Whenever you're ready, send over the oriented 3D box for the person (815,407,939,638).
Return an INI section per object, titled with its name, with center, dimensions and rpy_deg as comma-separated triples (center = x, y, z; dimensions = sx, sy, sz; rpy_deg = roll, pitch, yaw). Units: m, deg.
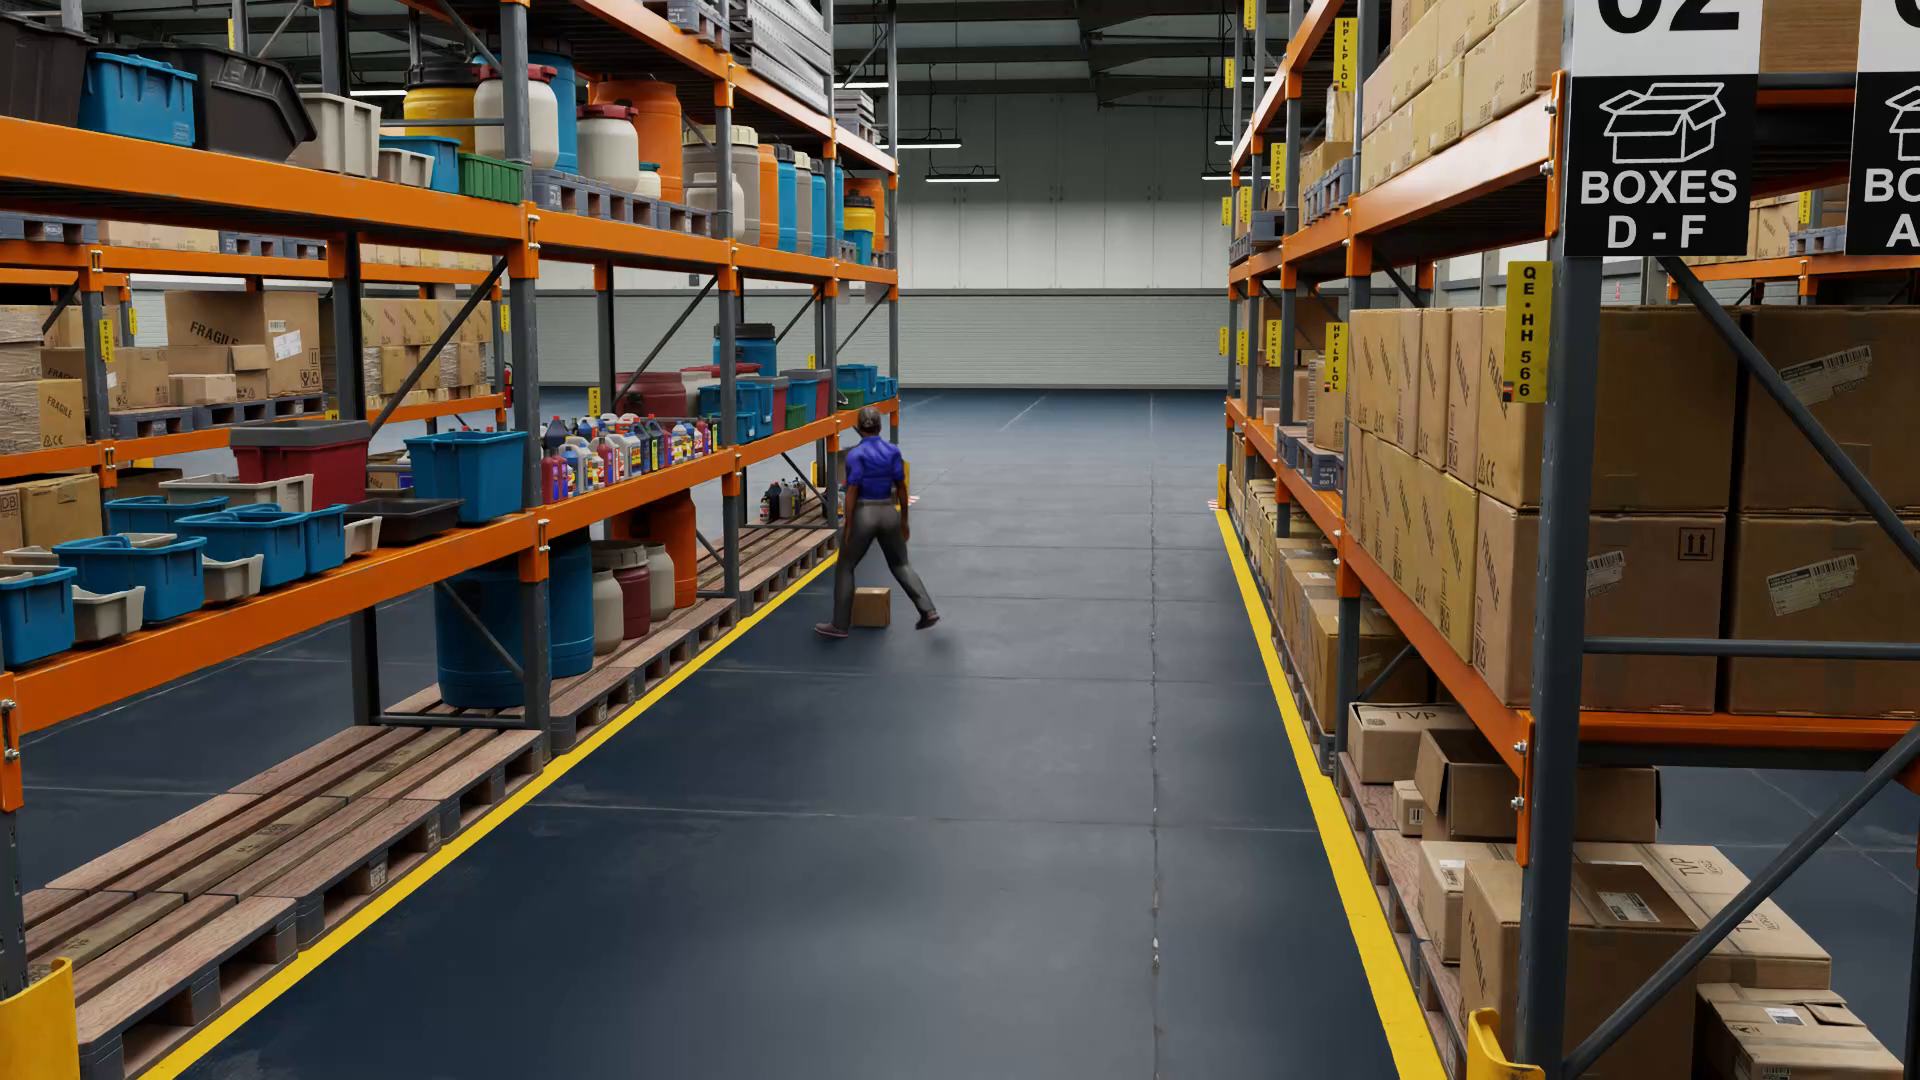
[person]
center = -0.580, -0.124, 11.733
dimensions = 0.707, 1.630, 0.684
rpy_deg = -5, 9, -33
